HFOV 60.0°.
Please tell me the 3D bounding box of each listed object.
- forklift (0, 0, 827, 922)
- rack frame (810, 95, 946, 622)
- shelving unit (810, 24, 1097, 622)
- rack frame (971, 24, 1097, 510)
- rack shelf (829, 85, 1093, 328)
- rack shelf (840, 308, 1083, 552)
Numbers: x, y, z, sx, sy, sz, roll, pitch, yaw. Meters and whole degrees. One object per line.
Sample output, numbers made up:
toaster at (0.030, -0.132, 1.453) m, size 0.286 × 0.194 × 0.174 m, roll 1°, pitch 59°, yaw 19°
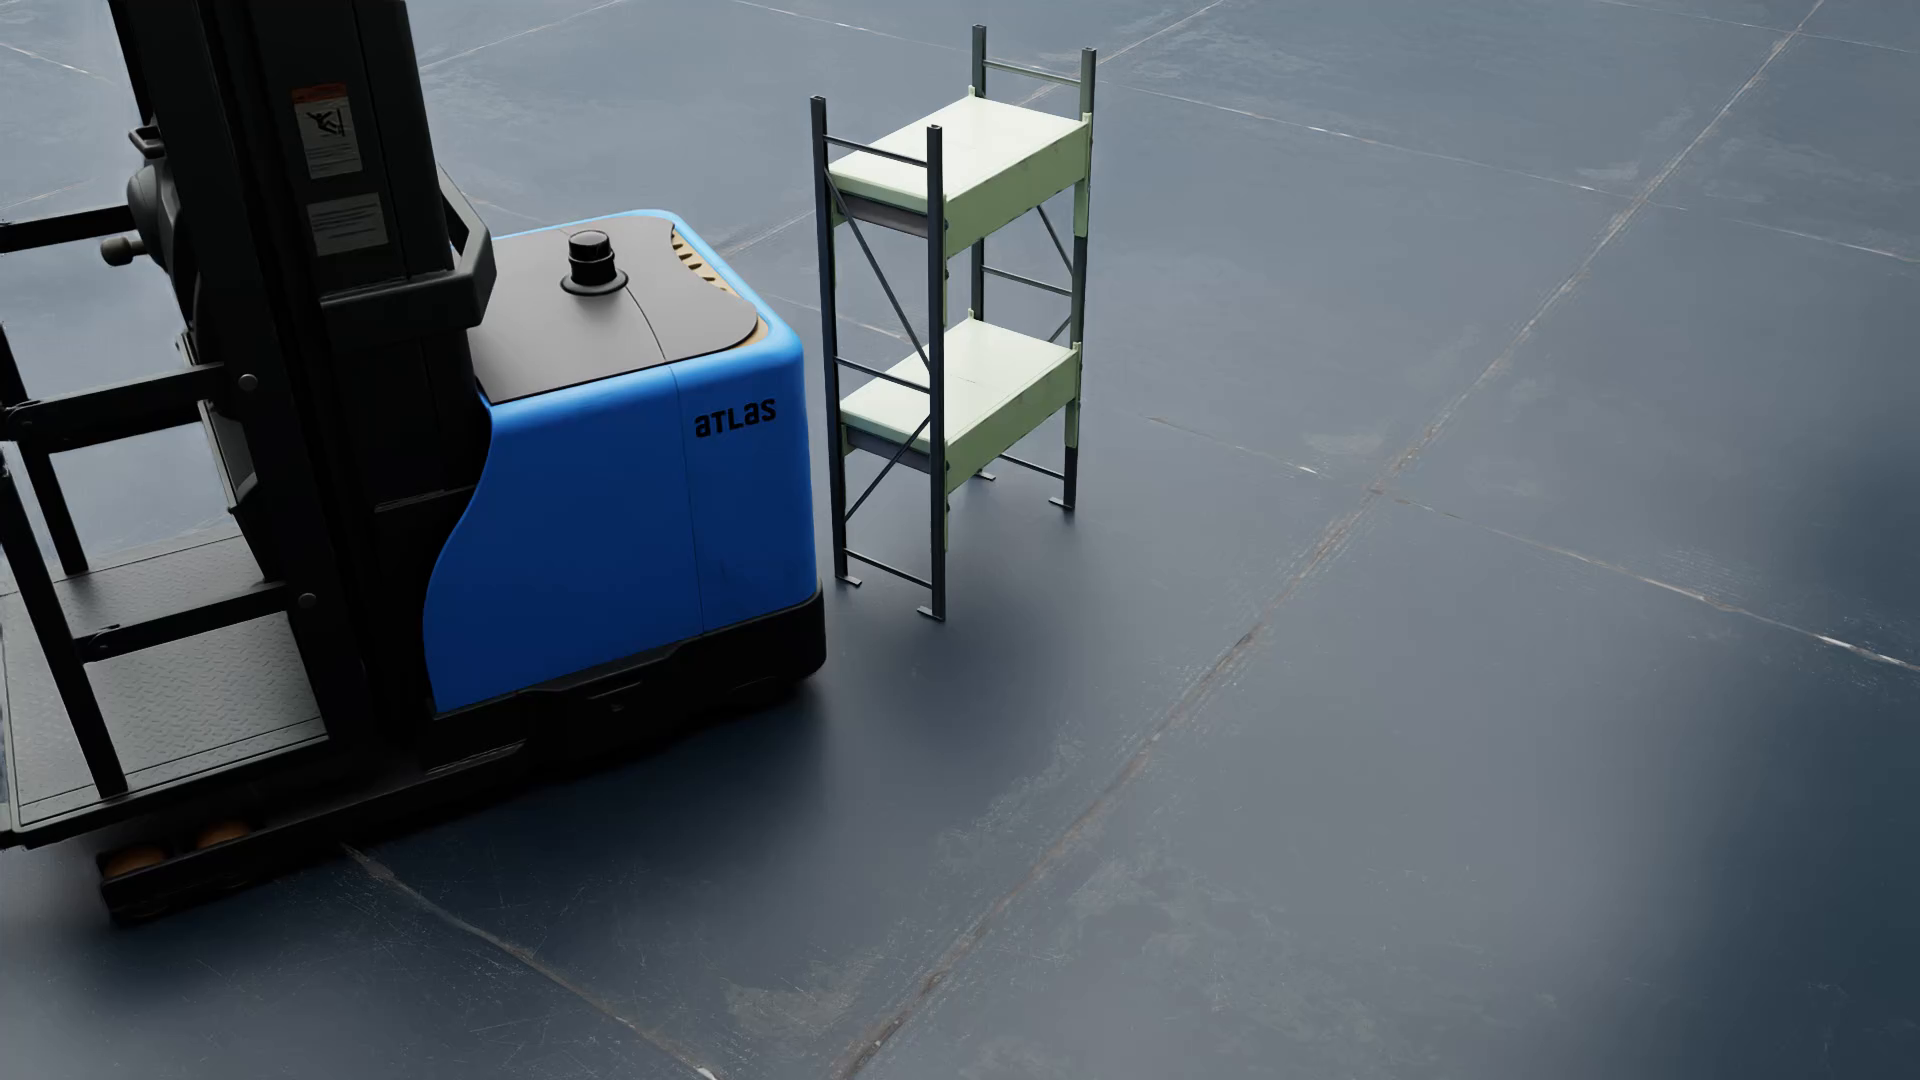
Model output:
forklift at (-1.918, -0.662, 3.613) m, size 3.031 × 2.935 × 1.130 m, roll -17°, pitch 38°, yaw -23°
rack frame at (-0.212, -0.450, 4.576) m, size 0.400 × 1.500 × 0.023 m, roll 21°, pitch 39°, yaw 28°
shelving unit at (-0.004, -0.618, 4.825) m, size 0.431 × 1.500 × 0.755 m, roll 21°, pitch 39°, yaw 28°
rack frame at (0.205, -0.787, 5.074) m, size 0.400 × 1.500 × 0.023 m, roll 21°, pitch 39°, yaw 28°
rack shelf at (-0.004, -0.941, 4.607) m, size 0.431 × 0.370 × 0.720 m, roll 21°, pitch 39°, yaw 28°
rack shelf at (-0.004, -0.348, 5.008) m, size 0.431 × 0.370 × 0.720 m, roll 21°, pitch 39°, yaw 28°
